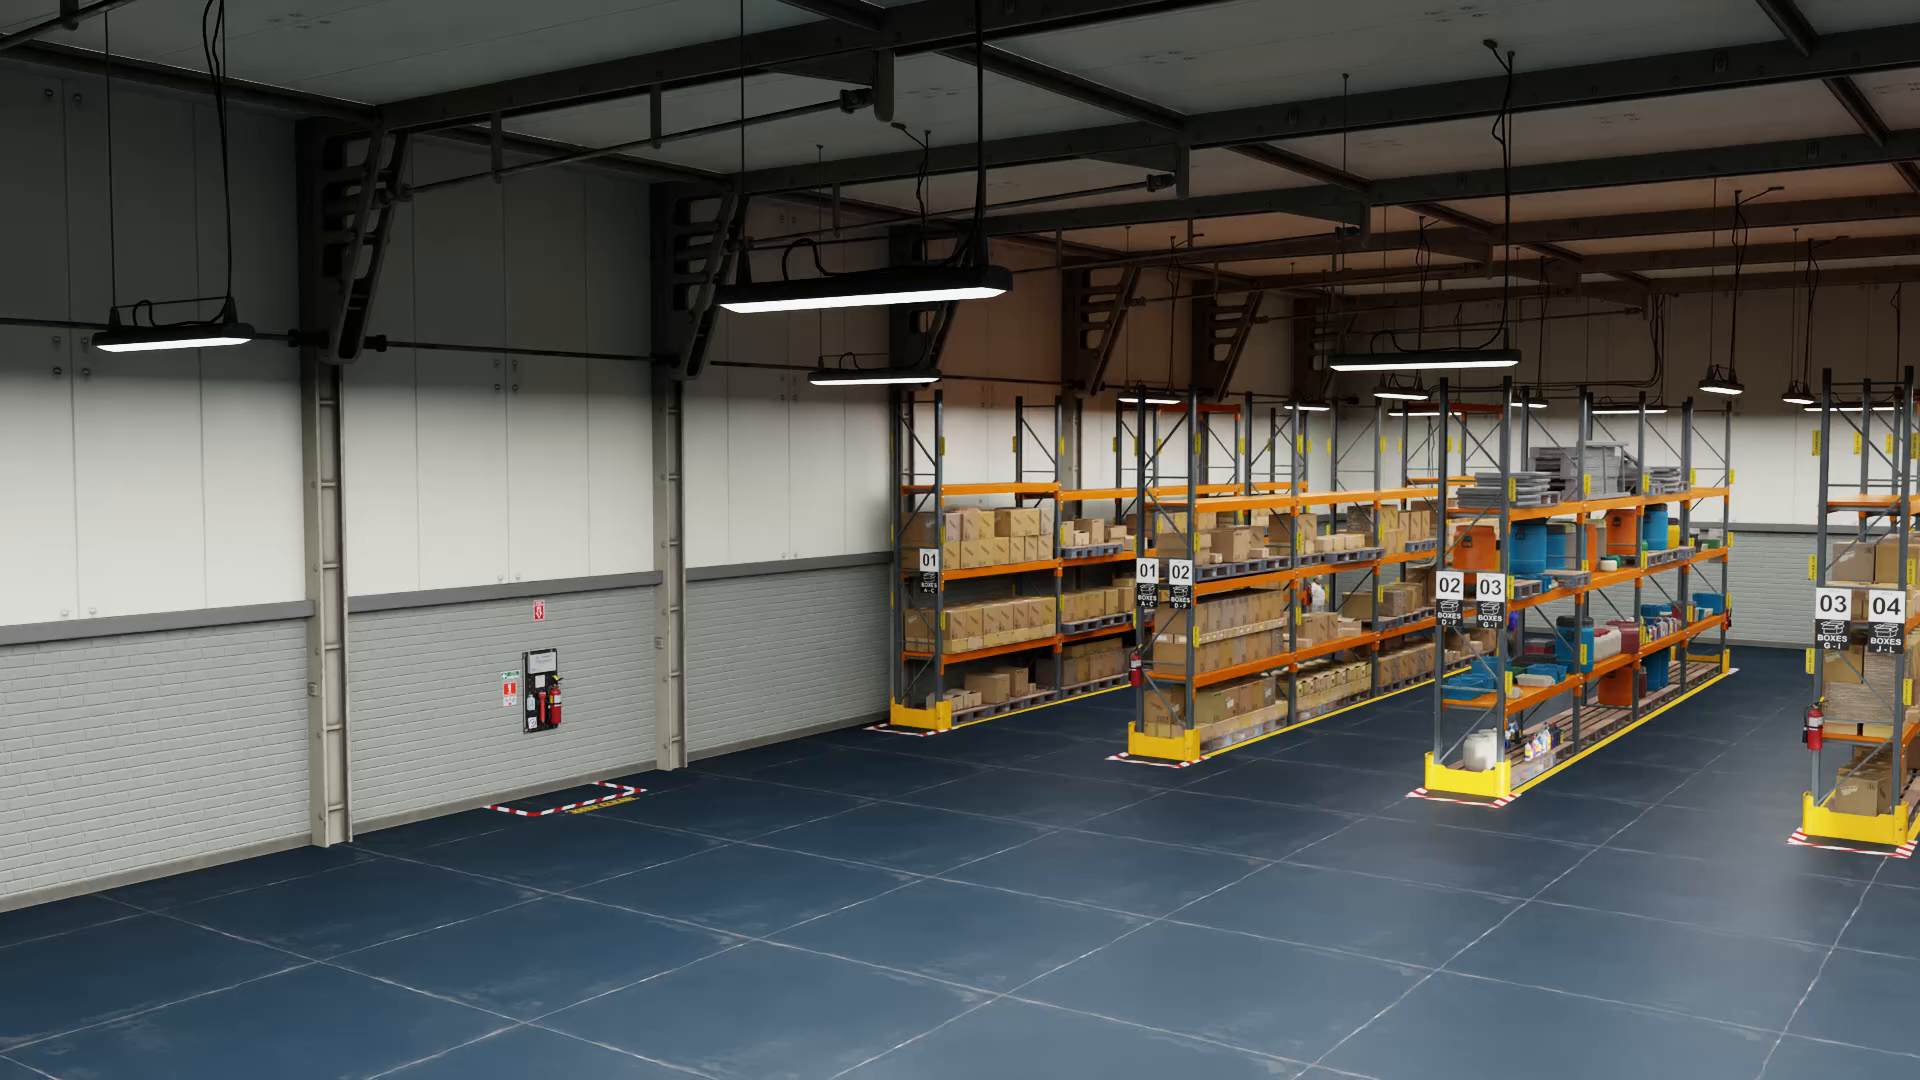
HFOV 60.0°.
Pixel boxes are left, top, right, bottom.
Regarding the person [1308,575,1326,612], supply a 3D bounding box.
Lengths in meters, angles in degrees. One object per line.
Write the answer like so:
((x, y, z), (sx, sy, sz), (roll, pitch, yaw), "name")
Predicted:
((9.286, 1.716, 43.520), (0.526, 1.655, 0.591), (-3, 4, -38), "person")

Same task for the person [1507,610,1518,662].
((11.886, 2.184, 35.847), (0.395, 1.686, 0.491), (-1, 3, -10), "person")
